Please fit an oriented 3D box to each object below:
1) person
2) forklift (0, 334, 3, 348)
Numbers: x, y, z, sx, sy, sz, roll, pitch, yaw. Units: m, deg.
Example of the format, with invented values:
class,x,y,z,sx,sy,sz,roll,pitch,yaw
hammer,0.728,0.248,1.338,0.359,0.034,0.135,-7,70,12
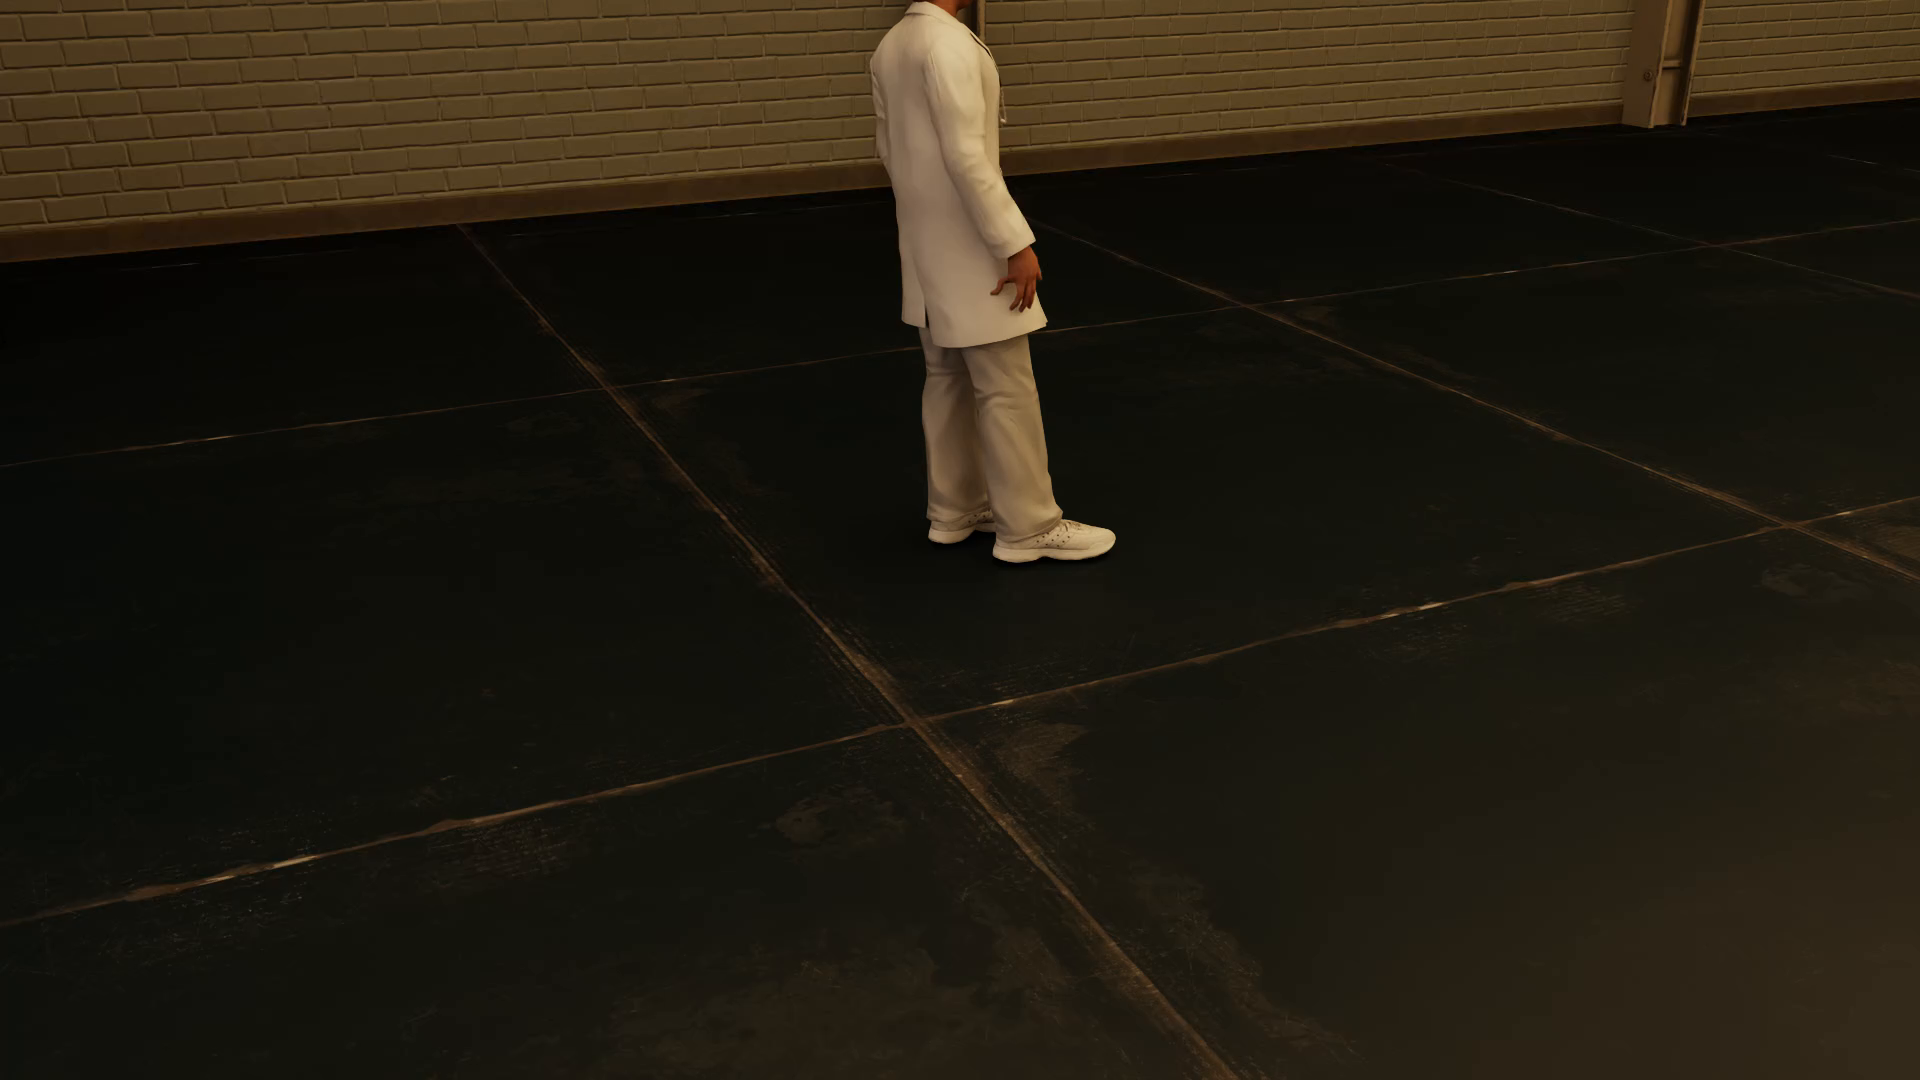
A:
class,x,y,z,sx,sy,sz,roll,pitch,yaw
person,0.084,-0.841,4.794,0.581,1.776,0.696,-10,25,-23
forklift,-5.501,-2.104,6.350,3.031,2.935,1.130,8,24,18
